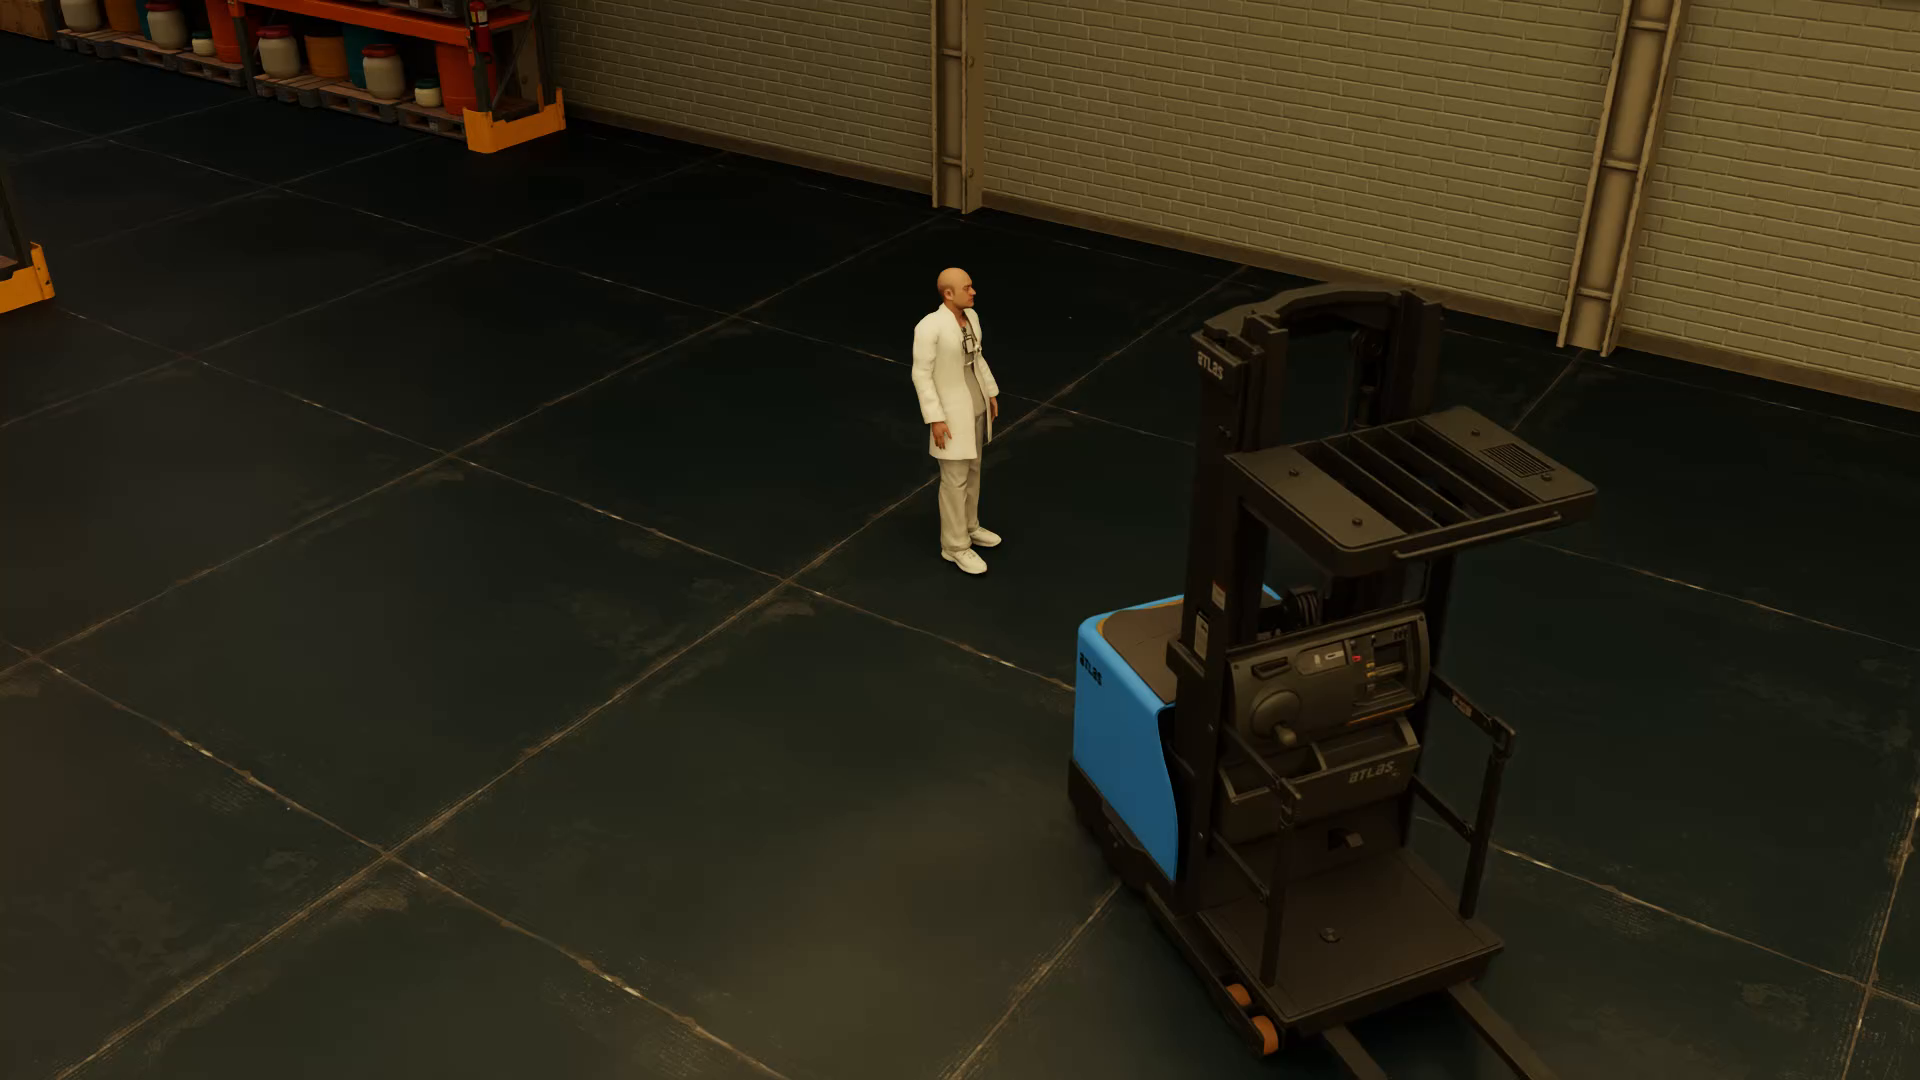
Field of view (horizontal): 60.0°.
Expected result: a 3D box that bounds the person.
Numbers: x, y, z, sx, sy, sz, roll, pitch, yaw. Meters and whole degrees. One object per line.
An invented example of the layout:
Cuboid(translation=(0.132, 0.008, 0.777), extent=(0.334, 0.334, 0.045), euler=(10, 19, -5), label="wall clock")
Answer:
Cuboid(translation=(0.072, -0.748, 10.003), extent=(0.581, 1.776, 0.696), euler=(19, 35, 29), label="person")

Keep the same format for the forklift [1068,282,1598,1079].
Cuboid(translation=(1.583, 0.609, 6.532), extent=(1.130, 2.935, 3.031), euler=(-12, 32, -20), label="forklift")
